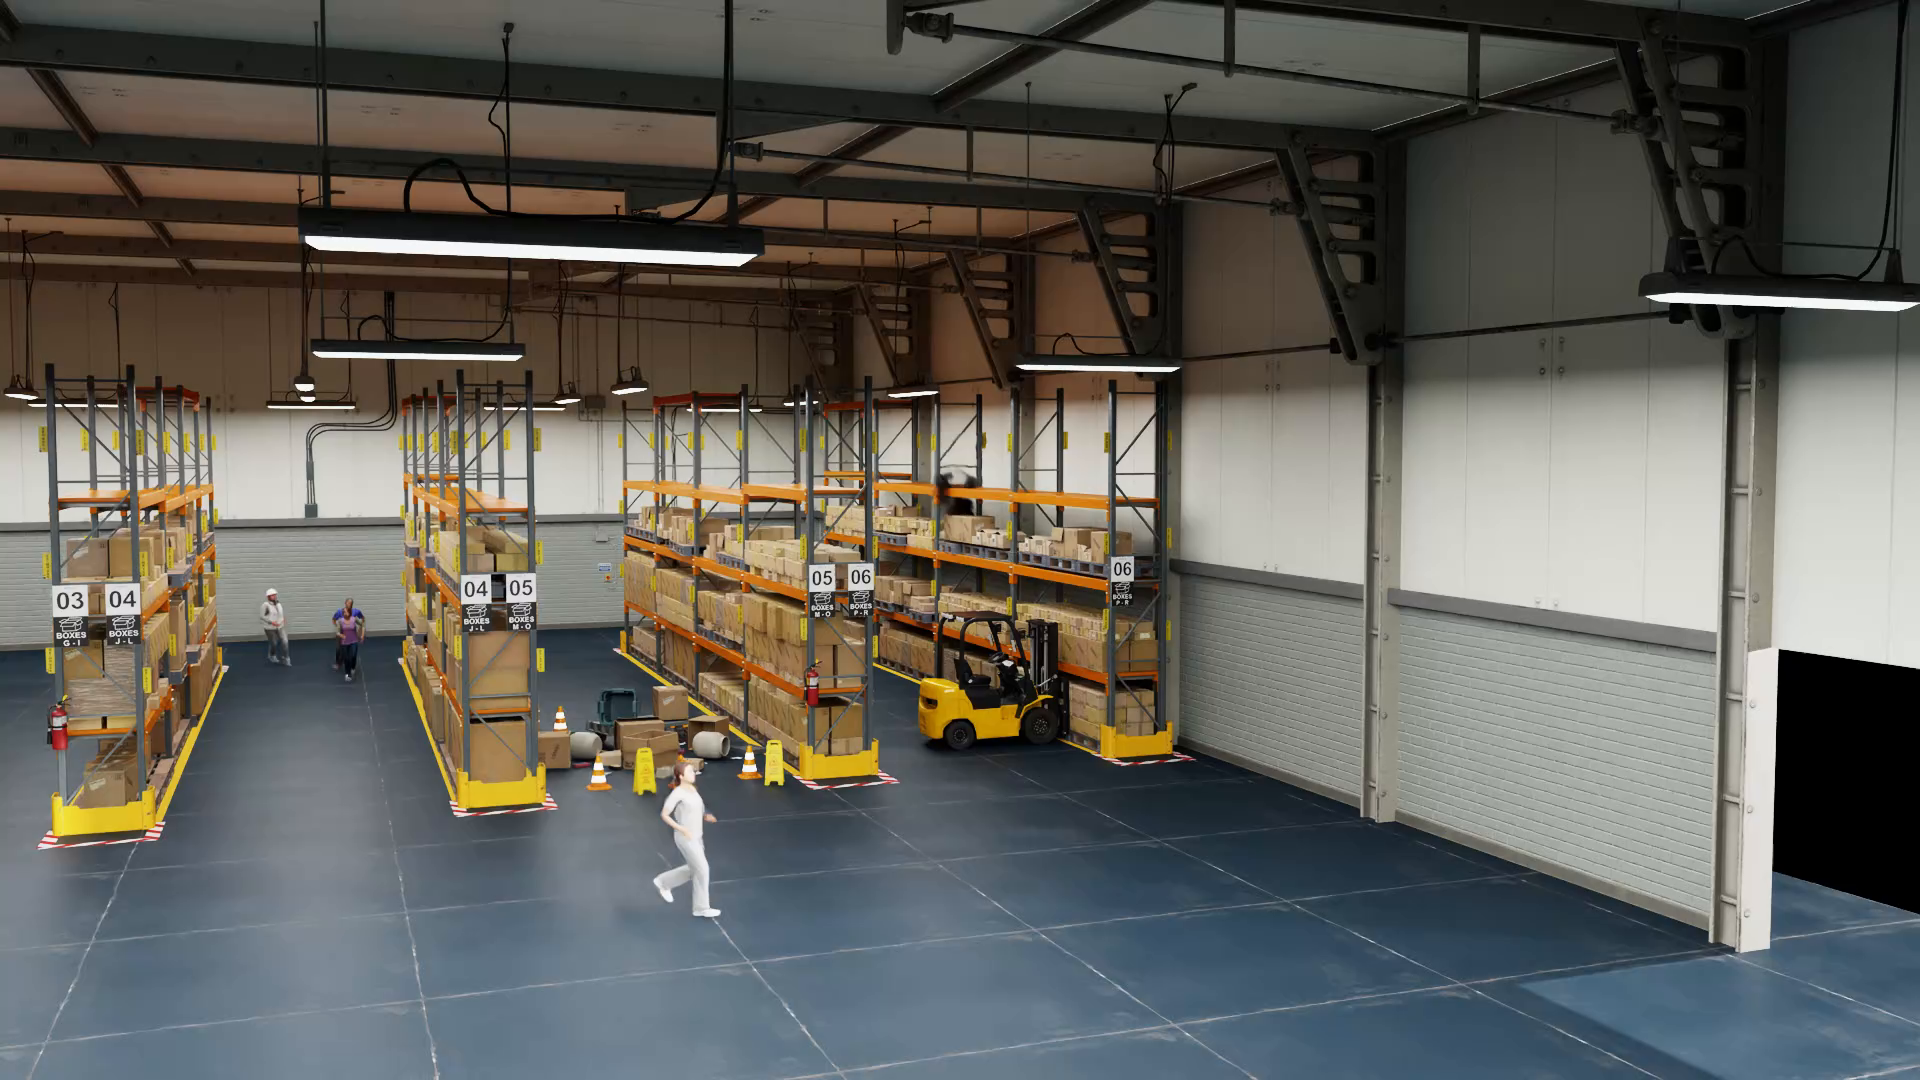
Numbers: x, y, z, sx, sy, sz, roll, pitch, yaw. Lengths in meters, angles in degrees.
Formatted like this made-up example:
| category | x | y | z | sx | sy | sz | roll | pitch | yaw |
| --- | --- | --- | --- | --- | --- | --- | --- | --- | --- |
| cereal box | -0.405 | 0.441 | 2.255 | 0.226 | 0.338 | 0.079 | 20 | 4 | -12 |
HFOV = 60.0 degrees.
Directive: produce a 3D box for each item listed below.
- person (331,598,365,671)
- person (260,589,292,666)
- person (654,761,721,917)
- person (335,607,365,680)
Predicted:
| category | x | y | z | sx | sy | sz | roll | pitch | yaw |
| --- | --- | --- | --- | --- | --- | --- | --- | --- | --- |
| person | -13.546 | 2.076 | 36.717 | 0.709 | 1.617 | 0.704 | -1 | 3 | -9 |
| person | -15.453 | 1.988 | 37.297 | 0.794 | 1.815 | 0.686 | 2 | 4 | 36 |
| person | -2.912 | 3.153 | 17.590 | 0.802 | 1.633 | 0.575 | 1 | 3 | 17 |
| person | -12.768 | 2.176 | 34.824 | 0.567 | 1.553 | 0.735 | -1 | 3 | -14 |
